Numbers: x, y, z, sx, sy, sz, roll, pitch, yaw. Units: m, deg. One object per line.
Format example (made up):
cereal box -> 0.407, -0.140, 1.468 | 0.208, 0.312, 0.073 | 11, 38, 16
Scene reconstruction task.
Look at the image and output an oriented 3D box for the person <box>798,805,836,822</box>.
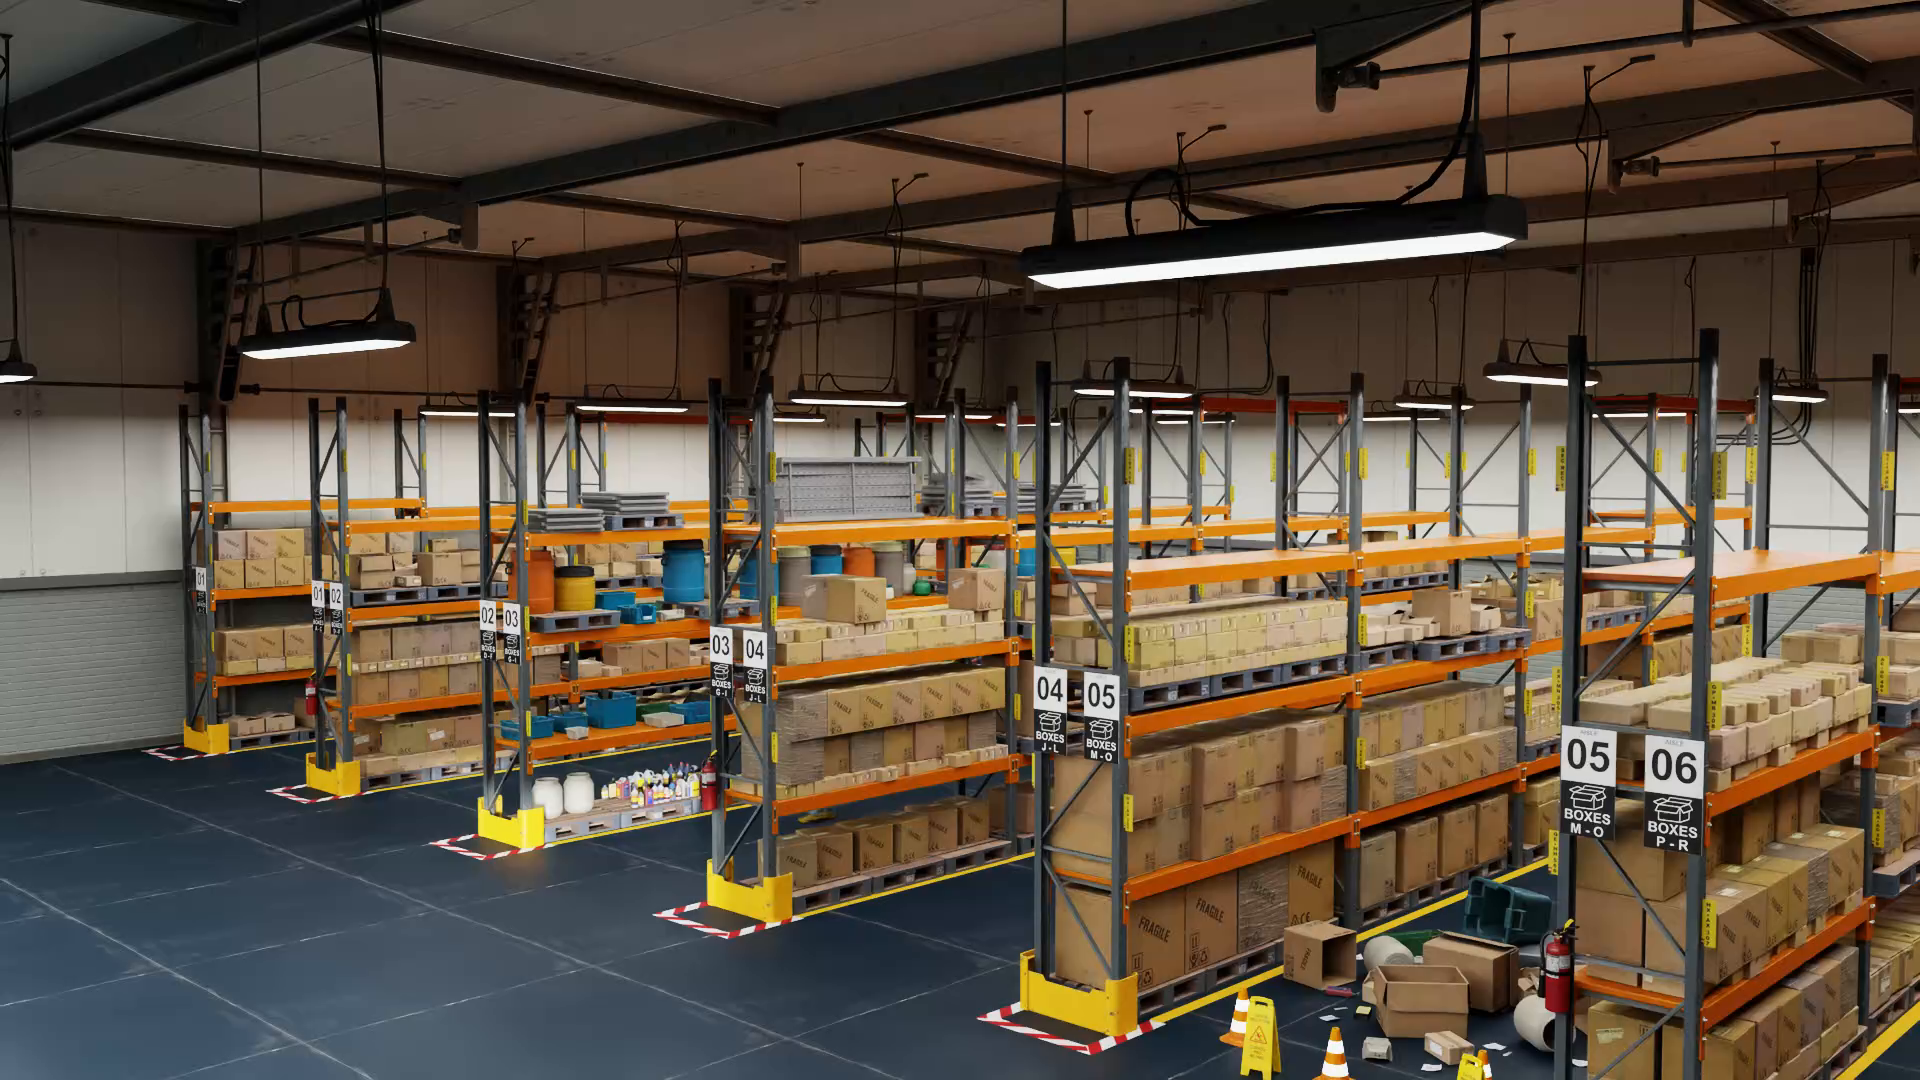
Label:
person -> -1.945, 3.046, 23.415 | 0.455, 1.779, 0.666 | 1, 3, 24
